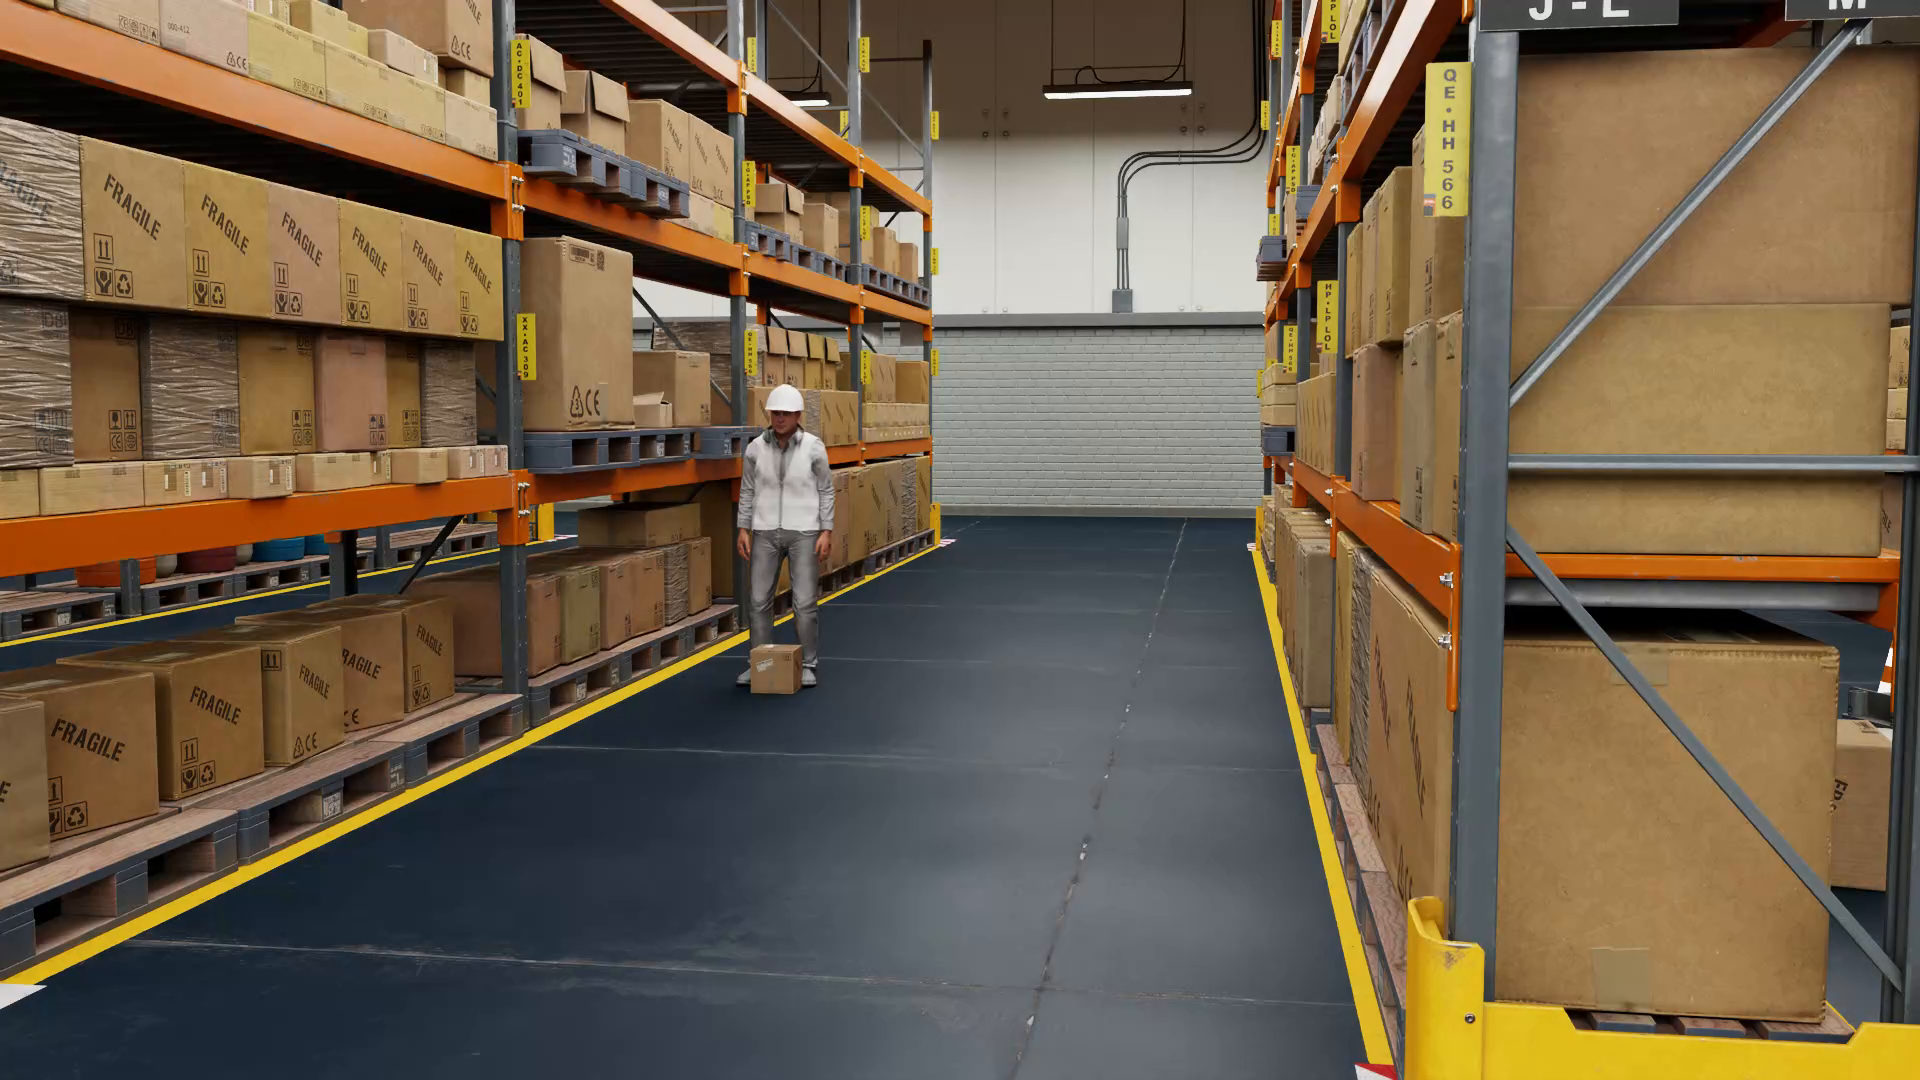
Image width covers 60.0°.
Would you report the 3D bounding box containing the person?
[{"bbox_3d":[-1.033,-0.029,9.841,0.583,1.771,0.466,1,4,8],"label":"person"}]
